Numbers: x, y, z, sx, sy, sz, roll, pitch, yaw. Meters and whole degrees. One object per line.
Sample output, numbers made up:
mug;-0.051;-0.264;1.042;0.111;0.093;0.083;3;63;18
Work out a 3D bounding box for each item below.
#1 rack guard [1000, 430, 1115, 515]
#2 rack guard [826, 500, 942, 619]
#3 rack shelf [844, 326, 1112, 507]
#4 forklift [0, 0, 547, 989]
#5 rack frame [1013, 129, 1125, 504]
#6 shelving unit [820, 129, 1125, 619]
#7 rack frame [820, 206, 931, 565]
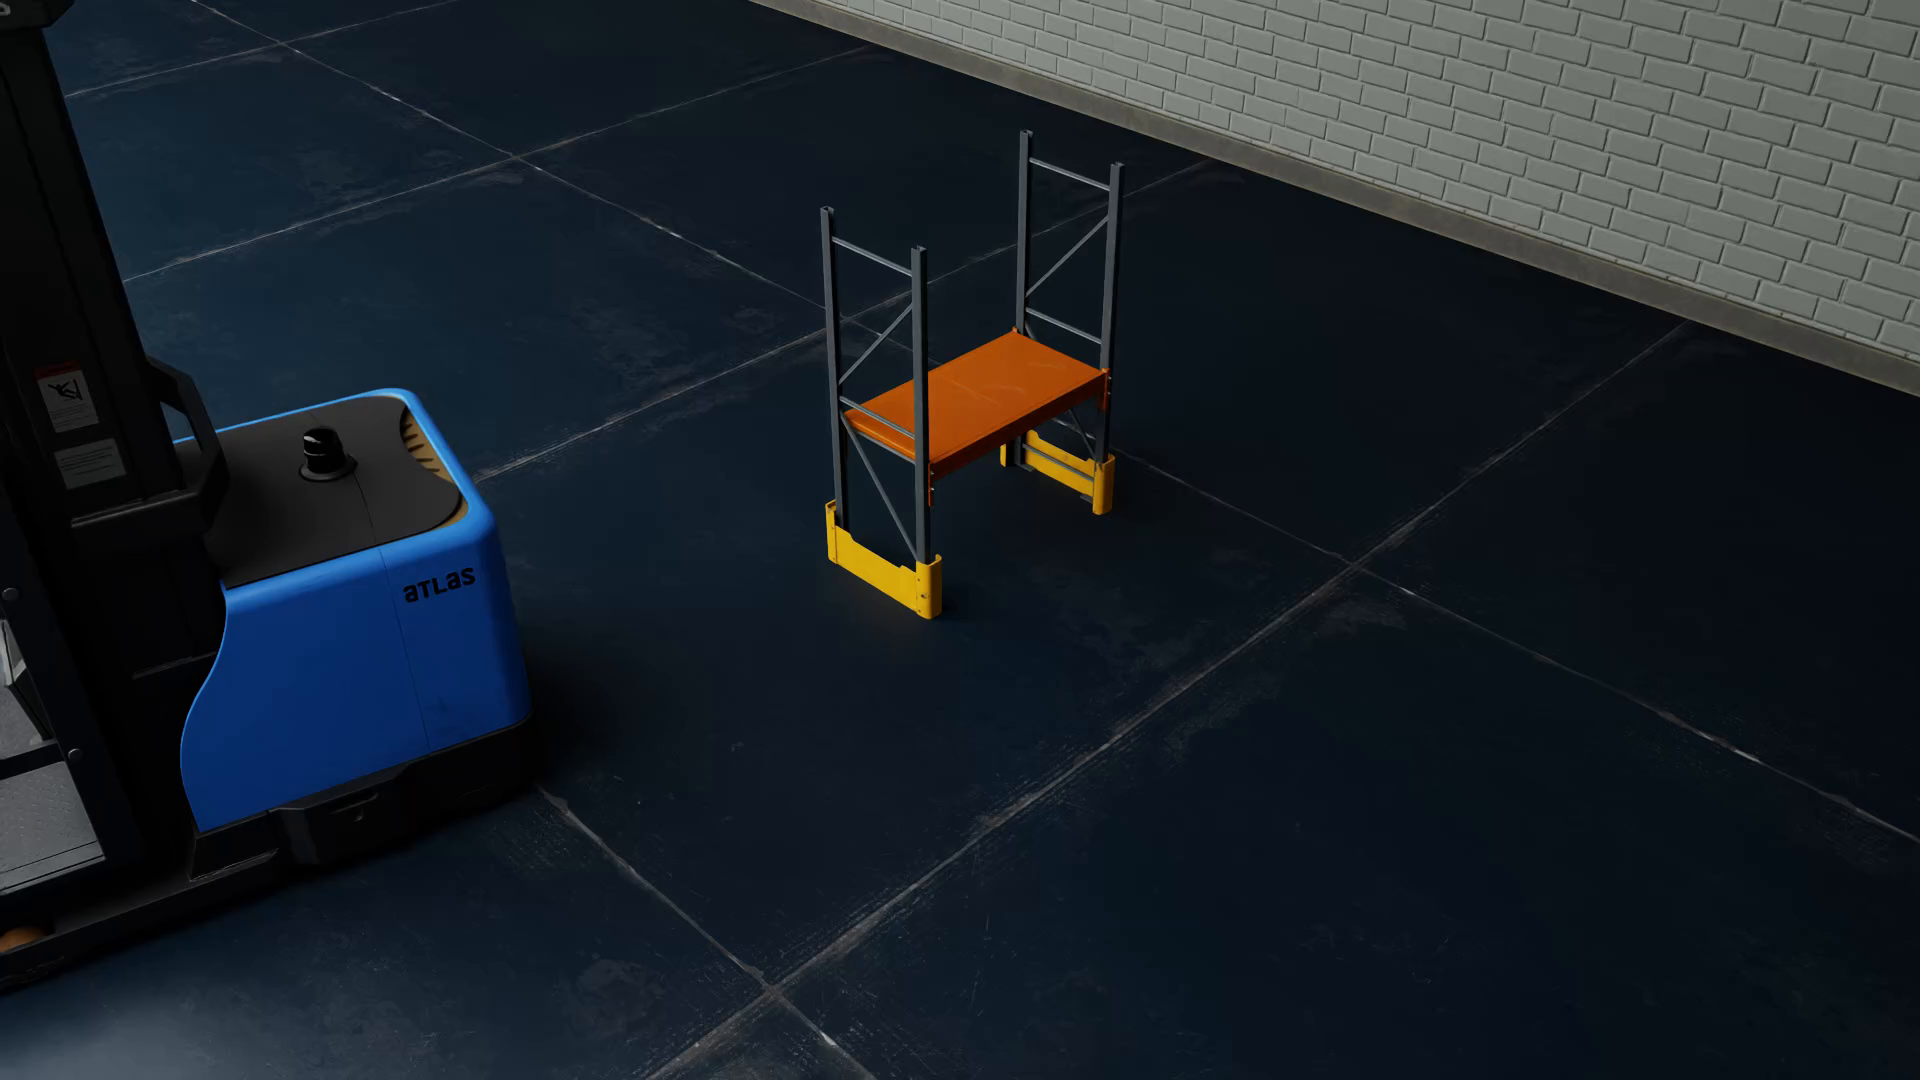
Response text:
rack guard;0.405;-0.336;7.013;0.587;0.250;0.087;30;45;35
rack guard;-0.297;0.069;6.433;0.587;0.250;0.087;30;45;35
rack shelf;0.060;-0.502;6.474;0.538;0.185;1.000;30;45;35
forklift;-2.914;-0.194;4.466;3.031;2.935;1.130;-19;39;-25
rack frame;0.418;-0.856;6.667;0.500;1.500;0.032;30;45;35
shelving unit;0.054;-0.646;6.365;0.587;1.500;1.083;30;45;35
rack frame;-0.298;-0.443;6.075;0.500;1.500;0.032;30;45;35
